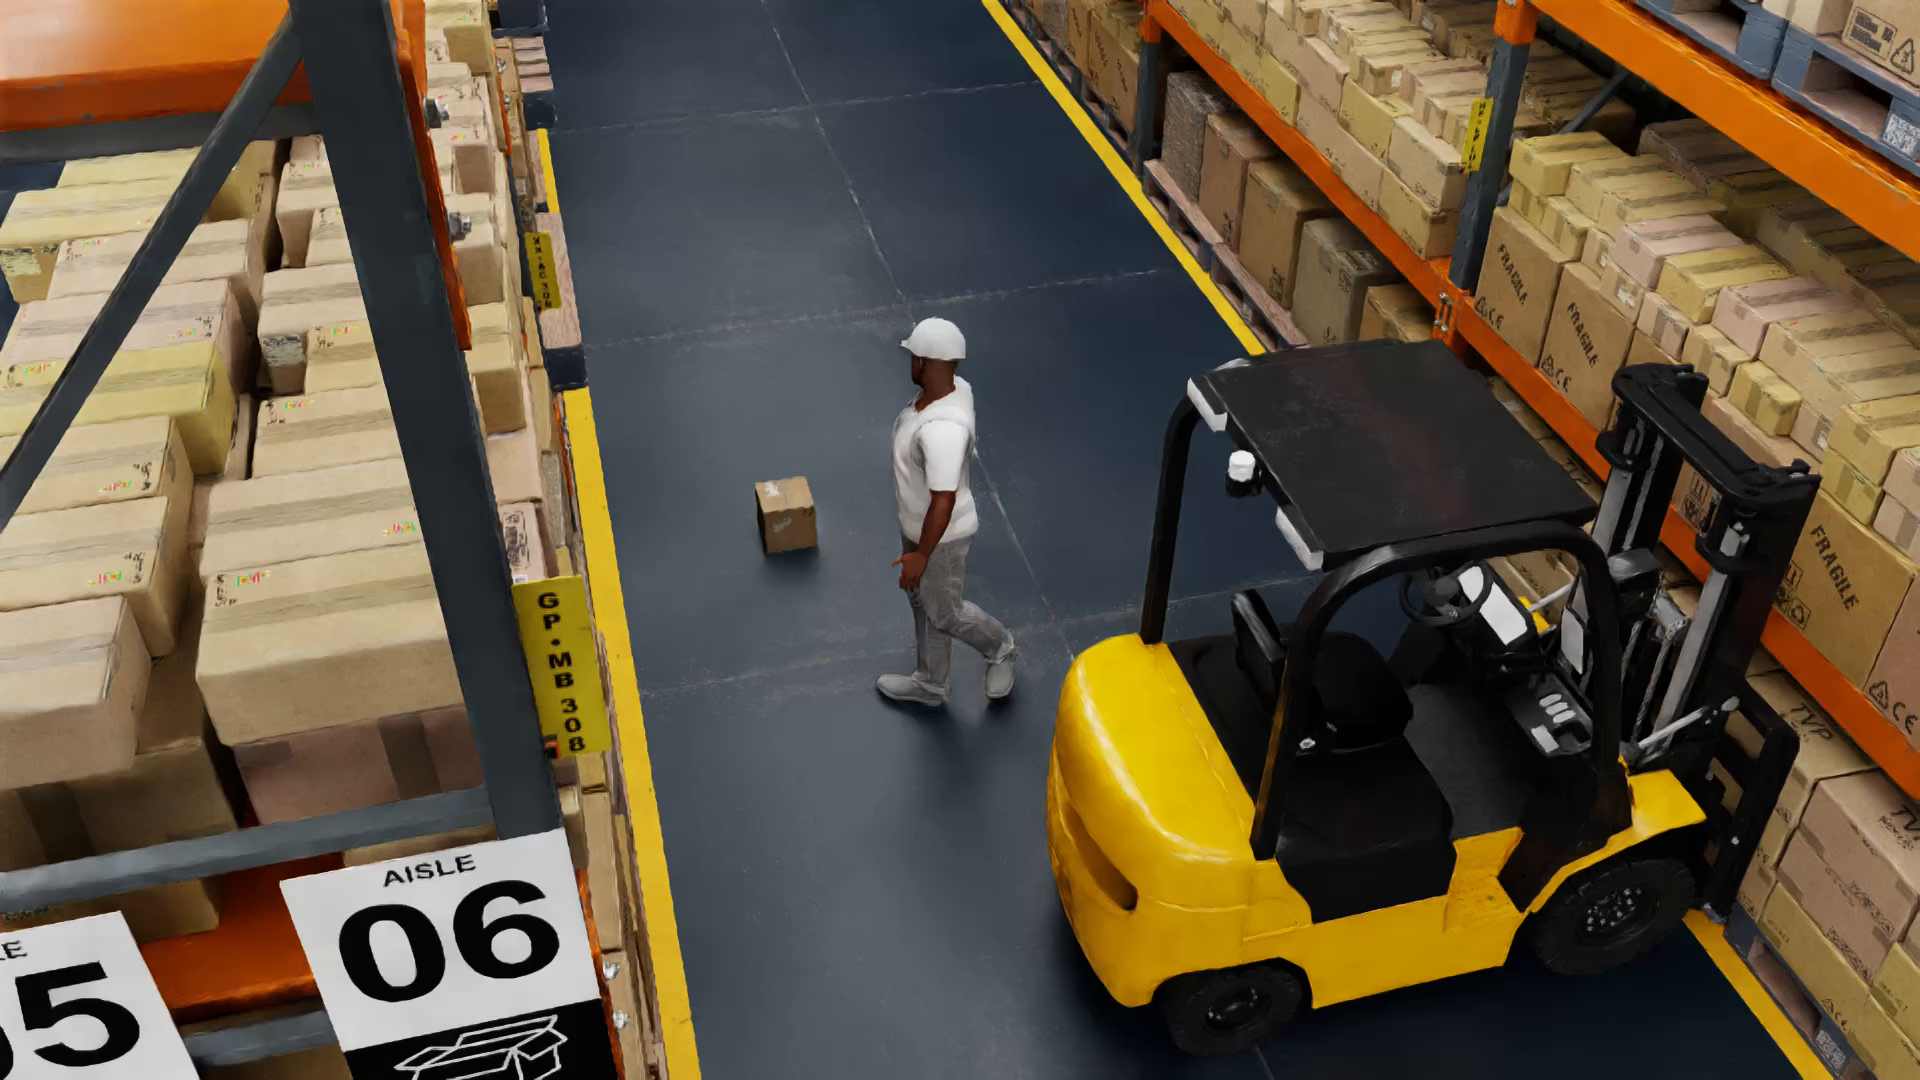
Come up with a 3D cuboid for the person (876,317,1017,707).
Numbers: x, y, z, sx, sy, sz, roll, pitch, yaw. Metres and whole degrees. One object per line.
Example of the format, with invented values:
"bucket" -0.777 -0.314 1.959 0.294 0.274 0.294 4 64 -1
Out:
"person" -0.064 -0.080 6.816 0.628 1.744 0.618 -7 39 -9
